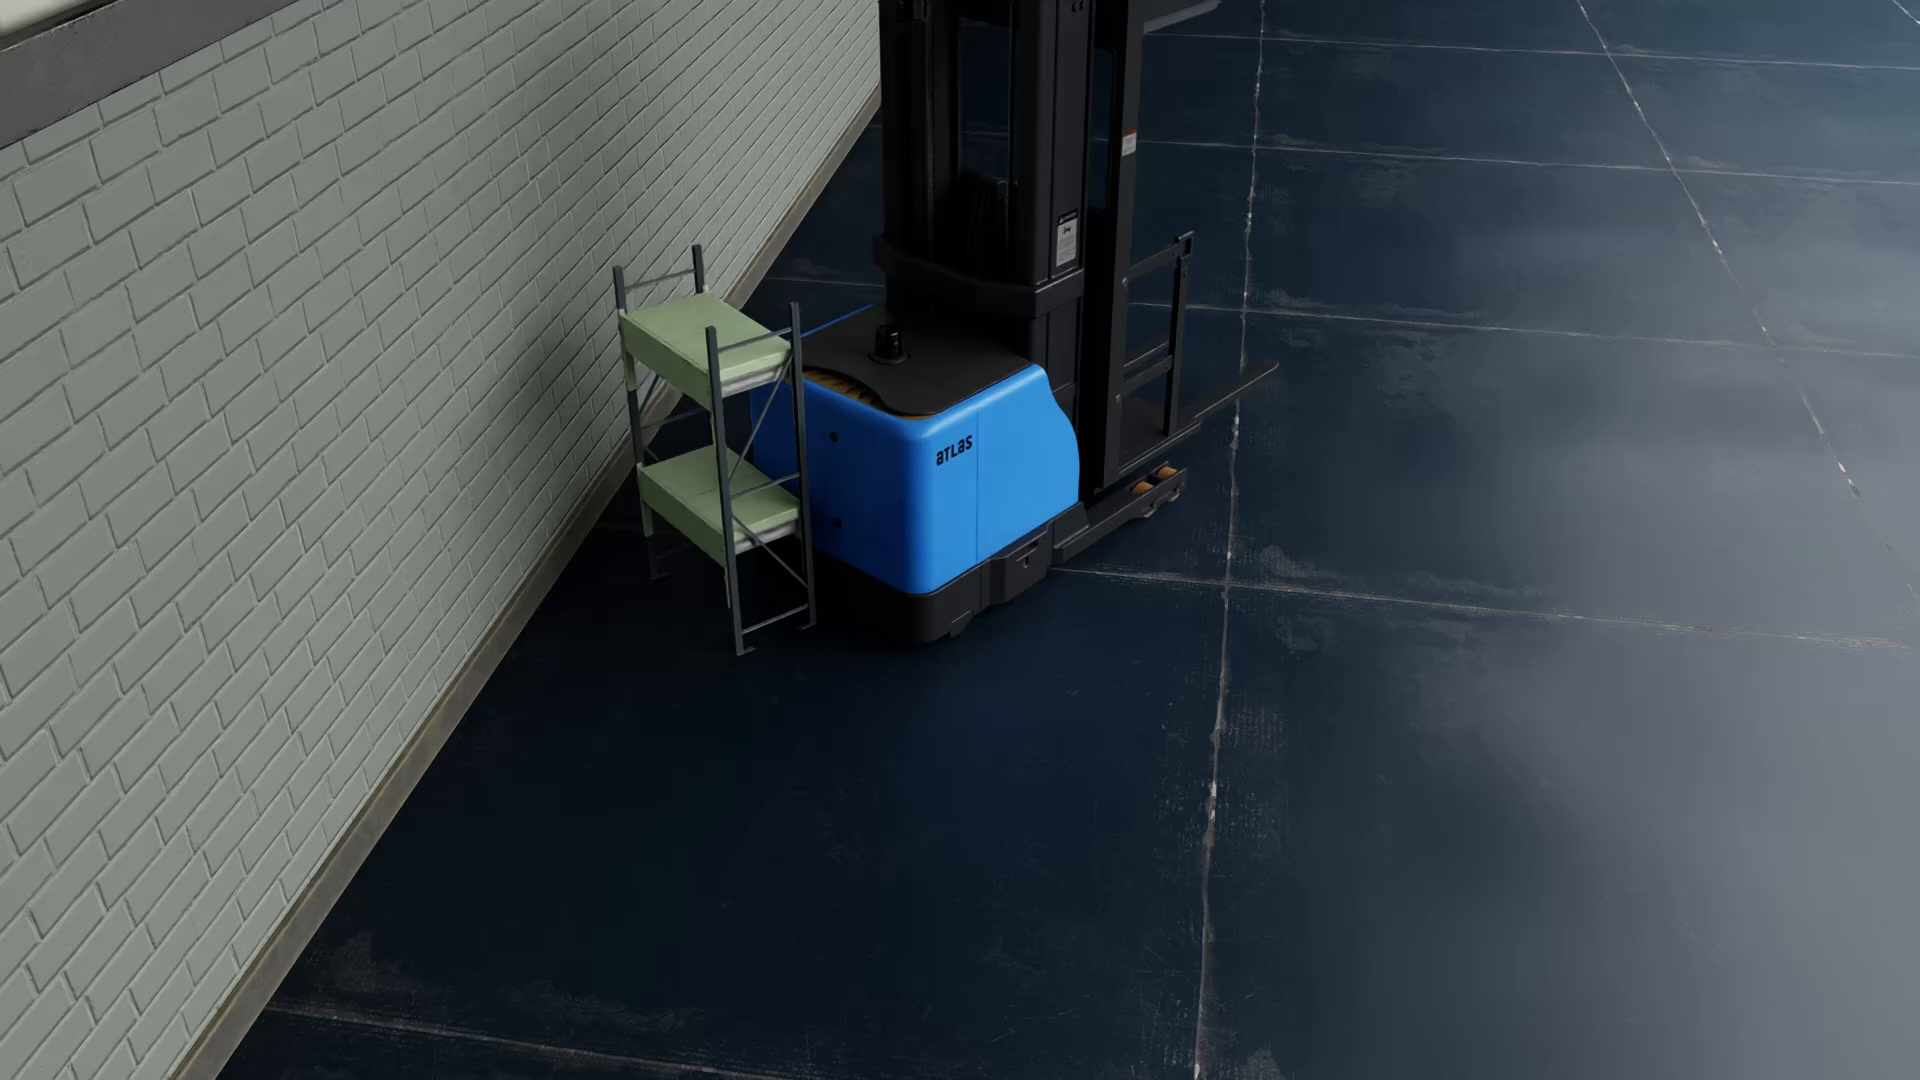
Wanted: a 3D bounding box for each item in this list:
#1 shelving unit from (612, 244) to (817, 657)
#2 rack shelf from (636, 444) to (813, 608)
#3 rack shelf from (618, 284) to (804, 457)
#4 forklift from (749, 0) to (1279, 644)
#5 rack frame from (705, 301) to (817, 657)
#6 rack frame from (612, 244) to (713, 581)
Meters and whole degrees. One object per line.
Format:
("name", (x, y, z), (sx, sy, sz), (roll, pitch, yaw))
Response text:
("shelving unit", (-1.008, -0.367, 6.923), (0.431, 1.500, 0.755), (-22, 38, -31))
("rack shelf", (-1.008, -0.091, 7.096), (0.431, 0.370, 0.720), (-22, 38, -31))
("rack shelf", (-1.008, -0.698, 6.716), (0.431, 0.370, 0.720), (-22, 38, -31))
("forklift", (0.445, -1.510, 7.399), (1.130, 2.935, 3.031), (25, 40, 34))
("rack frame", (-0.784, -0.214, 6.678), (0.400, 1.500, 0.023), (-22, 38, -31))
("rack frame", (-1.232, -0.521, 7.168), (0.400, 1.500, 0.023), (-22, 38, -31))
